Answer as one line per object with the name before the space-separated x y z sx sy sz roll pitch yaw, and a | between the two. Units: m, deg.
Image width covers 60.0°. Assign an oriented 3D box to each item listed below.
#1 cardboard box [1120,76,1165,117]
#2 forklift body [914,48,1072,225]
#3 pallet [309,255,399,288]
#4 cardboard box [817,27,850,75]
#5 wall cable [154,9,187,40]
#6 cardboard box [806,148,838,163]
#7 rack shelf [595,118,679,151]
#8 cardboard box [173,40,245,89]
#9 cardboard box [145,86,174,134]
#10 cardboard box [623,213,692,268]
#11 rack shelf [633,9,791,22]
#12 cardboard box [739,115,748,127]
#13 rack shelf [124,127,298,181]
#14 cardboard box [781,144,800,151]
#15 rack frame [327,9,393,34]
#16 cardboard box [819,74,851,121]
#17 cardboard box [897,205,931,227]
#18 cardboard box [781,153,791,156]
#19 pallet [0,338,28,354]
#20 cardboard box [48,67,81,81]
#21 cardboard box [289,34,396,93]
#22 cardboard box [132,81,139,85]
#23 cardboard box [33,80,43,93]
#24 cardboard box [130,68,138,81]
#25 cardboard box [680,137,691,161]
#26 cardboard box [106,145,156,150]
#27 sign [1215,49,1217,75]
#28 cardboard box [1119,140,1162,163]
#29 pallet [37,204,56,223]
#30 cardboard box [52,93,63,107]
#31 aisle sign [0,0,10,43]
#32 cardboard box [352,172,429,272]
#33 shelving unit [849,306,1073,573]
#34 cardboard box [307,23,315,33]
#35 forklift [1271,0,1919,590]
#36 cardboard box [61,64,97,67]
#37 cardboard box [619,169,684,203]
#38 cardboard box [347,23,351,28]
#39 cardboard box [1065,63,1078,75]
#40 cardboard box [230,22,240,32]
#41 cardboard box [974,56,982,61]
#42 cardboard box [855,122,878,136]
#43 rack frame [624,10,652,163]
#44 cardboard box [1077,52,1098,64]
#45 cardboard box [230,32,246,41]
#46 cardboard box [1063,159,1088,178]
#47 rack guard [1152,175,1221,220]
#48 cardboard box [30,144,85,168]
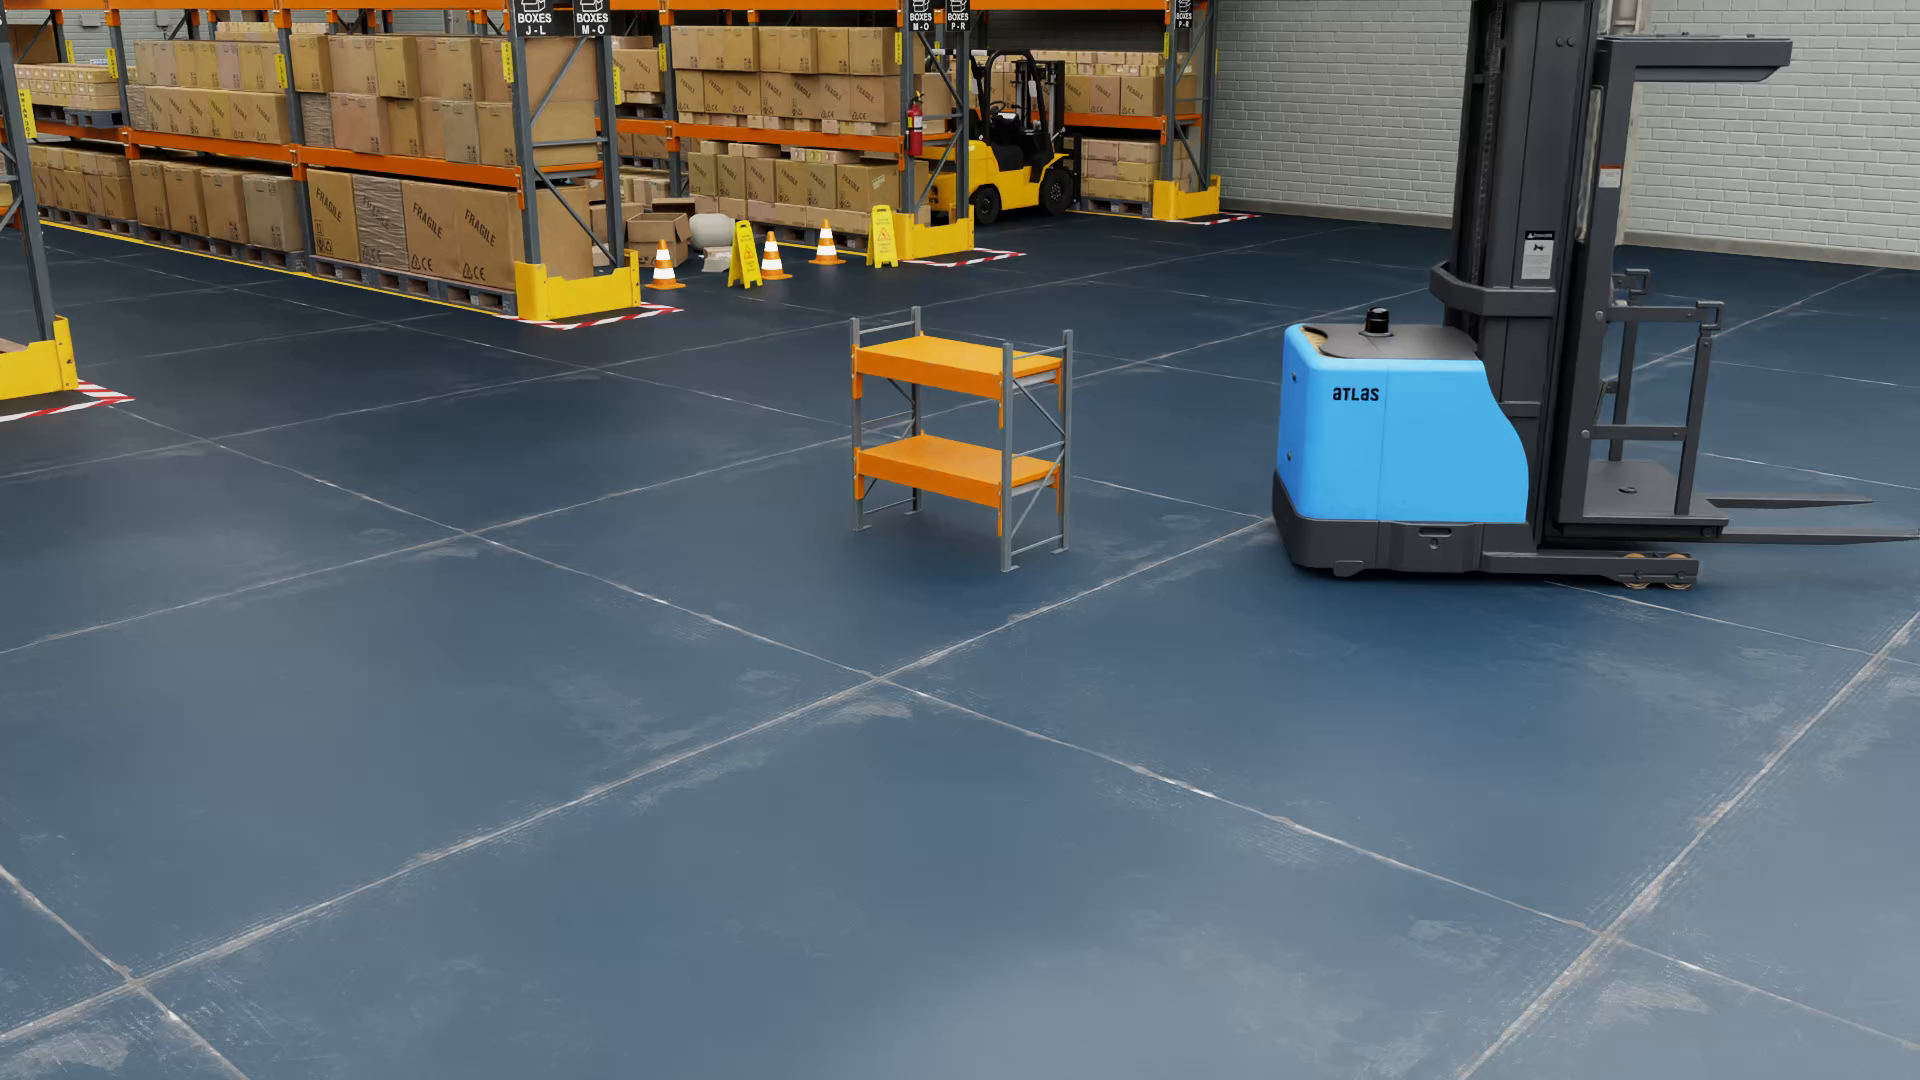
cardboard box | 2.476 -5.878 22.008 0.500 0.500 0.500 14 23 38
forklift body | 0.390 -5.354 21.926 1.214 2.155 2.313 15 23 39
pallet | -5.958 -2.830 17.181 1.213 0.211 1.003 15 23 39
cardboard box | -1.174 -5.489 18.640 0.500 0.500 0.700 15 23 40
wall cable | -15.540 -9.814 32.896 0.122 1.984 0.588 15 23 39
cardboard box | -1.551 -4.435 19.165 0.250 0.149 0.380 16 23 40
rack shelf | -4.761 -5.529 22.263 4.000 0.370 1.077 15 23 39
cardboard box | -8.373 -5.361 18.727 0.500 0.500 0.700 15 23 38
cardboard box | -8.928 -4.928 19.015 0.500 0.500 0.500 15 23 39
cardboard box | -3.267 -3.257 18.042 0.637 0.503 0.797 0 18 2
rack shelf | -4.461 -8.885 27.881 4.000 0.370 1.077 15 23 39
cardboard box | -2.418 -5.025 19.902 0.250 0.149 0.380 15 23 39
rack shelf | -7.971 -4.388 18.670 4.000 0.370 1.077 15 23 39
cardboard box | -2.507 -6.337 26.851 0.625 0.625 0.875 16 24 41
rack frame | -9.248 -7.076 25.950 0.127 3.000 1.000 15 23 39
cardboard box | -1.233 -5.004 18.765 0.500 0.500 0.500 15 23 39
cardboard box | -0.693 -3.781 19.418 0.500 0.250 0.500 15 23 39
cardboard box | -1.880 -4.455 20.302 0.500 0.500 0.500 17 24 42
pallet | -7.492 -1.282 12.302 1.213 0.211 1.003 15 23 39
cardboard box | -10.899 -5.698 20.343 0.250 0.149 0.380 15 23 39
cardboard box | -6.222 -4.834 16.852 0.550 0.550 0.875 15 23 39
cardboard box | -9.899 -5.552 20.375 0.250 0.149 0.380 16 24 42
cardboard box | -11.298 -5.661 20.721 0.250 0.149 0.380 14 23 38
cardboard box | -9.887 -5.687 20.309 0.250 0.149 0.380 14 23 38
cardboard box | -4.585 -6.749 28.358 0.500 0.500 0.500 14 22 37
cardboard box | -10.563 -4.896 21.279 0.500 0.250 0.500 15 23 40
sign | 3.392 -6.365 22.148 0.005 0.325 0.100 15 23 39
cardboard box | 2.467 -5.179 22.169 0.500 0.250 0.500 16 24 41
pallet | -11.875 -4.451 22.287 1.213 0.211 1.003 15 23 39
cardboard box | -10.904 -5.415 20.435 0.250 0.149 0.380 14 22 37
aisle sign | -6.606 -3.719 11.074 0.004 0.787 0.394 15 23 39
cardboard box | -5.374 -3.195 16.538 0.875 0.875 0.875 15 23 40
shelving unit | -0.005 -0.538 8.446 1.048 1.125 0.538 15 23 39
cardboard box | -9.995 -8.029 26.062 0.250 0.149 0.380 15 23 39
forklift | 3.147 -1.328 7.950 3.031 2.935 1.130 1 18 3
cardboard box | -11.439 -6.105 21.627 0.250 0.149 0.380 15 23 39
cardboard box | -4.199 -4.666 22.005 0.950 0.372 0.625 -17 24 -42
cardboard box | -9.515 -8.080 26.221 0.250 0.149 0.380 15 23 40
cardboard box | 1.598 -6.406 22.599 0.250 0.149 0.380 15 23 40
cardboard box | -11.797 -8.464 27.433 0.250 0.149 0.380 16 24 41
cardboard box | 0.336 -6.933 23.769 0.250 0.149 0.380 15 23 40
cardboard box | -0.958 -4.599 18.561 0.250 0.149 0.380 15 23 39
rack frame | -5.957 -8.200 29.491 0.127 3.000 1.000 15 23 39
cardboard box | 1.787 -6.496 22.393 0.250 0.149 0.380 16 23 41
cardboard box | -11.679 -8.141 27.485 0.500 0.500 0.500 14 23 38
cardboard box | 1.679 -5.147 22.897 0.500 0.250 0.500 14 23 38
rack guard | 3.037 -4.594 22.262 0.348 0.500 1.175 15 23 39
cardboard box | -11.681 -4.988 21.567 0.500 0.250 0.500 16 24 41
